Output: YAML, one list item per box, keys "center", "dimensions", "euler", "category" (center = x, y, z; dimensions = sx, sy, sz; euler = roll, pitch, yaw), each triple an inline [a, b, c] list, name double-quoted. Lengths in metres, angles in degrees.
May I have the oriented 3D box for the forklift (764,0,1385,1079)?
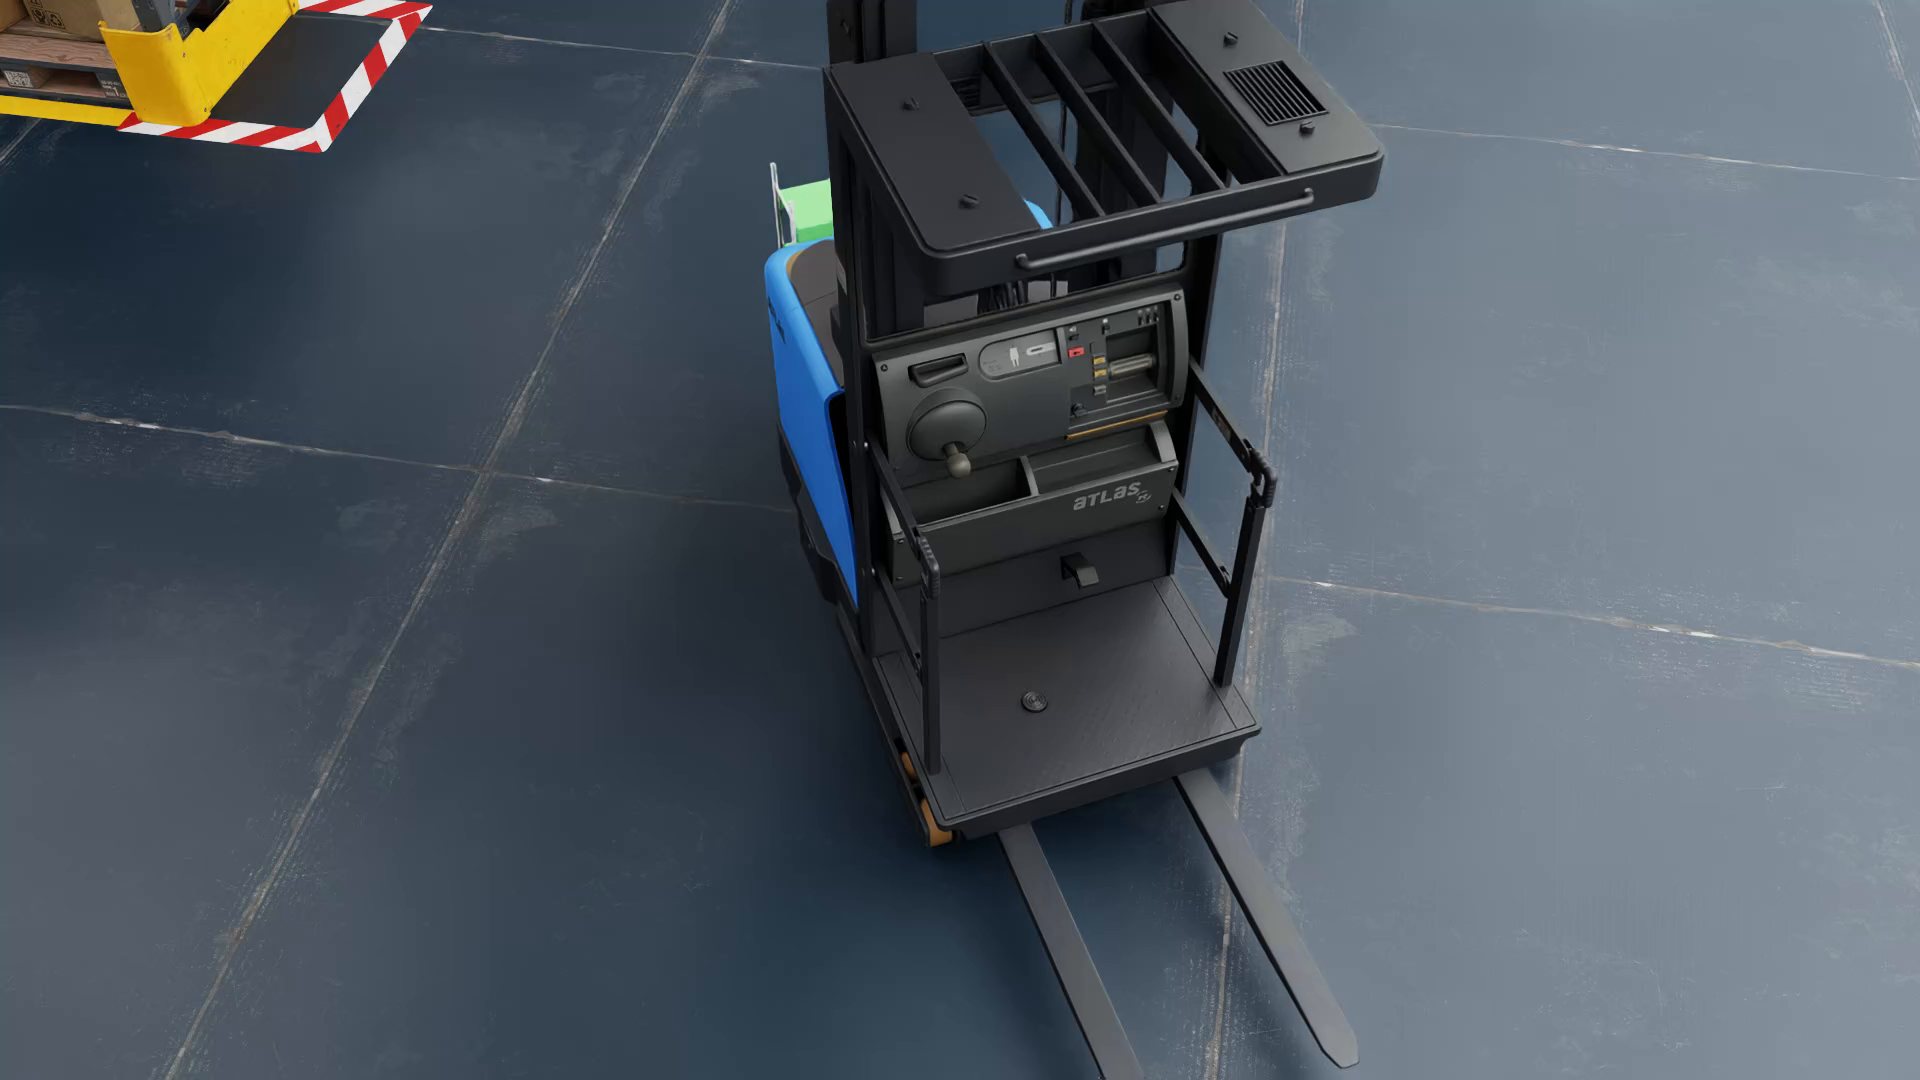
- center: [0.289, -0.348, 4.592]
  dimensions: [1.130, 2.935, 3.031]
  euler: [-15, 50, -13]
  category: "forklift"

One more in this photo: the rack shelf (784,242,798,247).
- center: [-0.387, -1.017, 6.121]
  dimensions: [0.480, 0.148, 0.258]
  euler: [-15, 50, -13]
  category: "rack shelf"

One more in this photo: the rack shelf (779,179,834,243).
- center: [-0.387, -1.178, 5.942]
  dimensions: [0.480, 0.148, 0.258]
  euler: [-15, 50, -13]
  category: "rack shelf"

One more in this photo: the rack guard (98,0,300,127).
- center: [-3.748, -2.608, 8.257]
  dimensions: [0.348, 0.500, 1.175]
  euler: [8, 49, 7]
  category: "rack guard"

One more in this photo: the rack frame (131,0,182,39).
- center: [-3.673, -3.433, 7.318]
  dimensions: [0.127, 3.000, 1.000]
  euler: [8, 49, 7]
  category: "rack frame"

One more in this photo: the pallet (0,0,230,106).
- center: [-4.541, -2.645, 8.484]
  dimensions: [1.213, 0.211, 1.003]
  euler: [8, 49, 7]
  category: "pallet"

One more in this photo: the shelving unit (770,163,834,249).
- center: [-0.387, -0.900, 6.252]
  dimensions: [0.503, 1.200, 0.258]
  euler: [-15, 50, -13]
  category: "shelving unit"

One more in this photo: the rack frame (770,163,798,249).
- center: [-0.616, -0.836, 6.195]
  dimensions: [0.015, 1.200, 0.240]
  euler: [-15, 50, -13]
  category: "rack frame"

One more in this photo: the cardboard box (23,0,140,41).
- center: [-4.285, -2.833, 8.177]
  dimensions: [0.500, 0.500, 0.500]
  euler: [16, 50, 14]
  category: "cardboard box"
